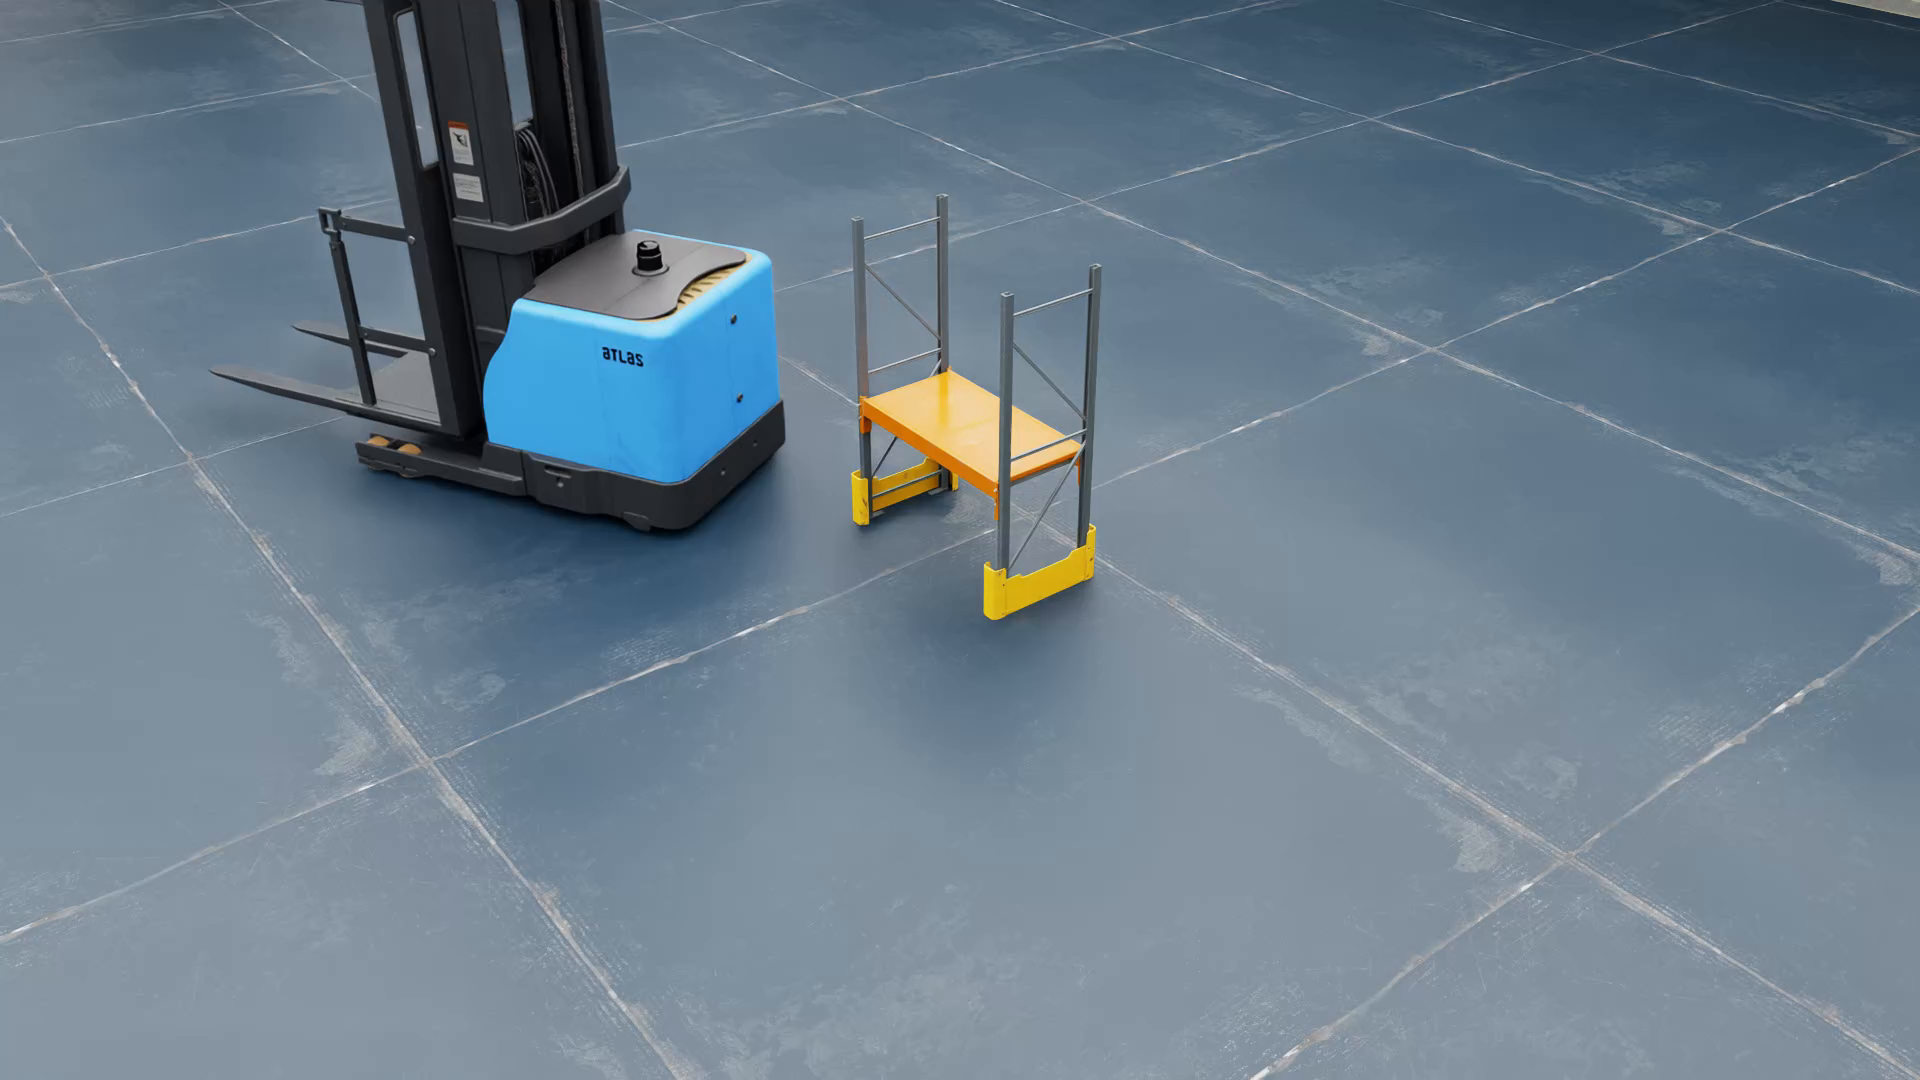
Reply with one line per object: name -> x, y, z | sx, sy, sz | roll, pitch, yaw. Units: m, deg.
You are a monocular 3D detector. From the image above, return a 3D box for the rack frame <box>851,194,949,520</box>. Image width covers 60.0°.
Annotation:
rack frame -> -0.259, -0.813, 7.638 | 0.500, 1.500, 0.032 | -22, 38, -31

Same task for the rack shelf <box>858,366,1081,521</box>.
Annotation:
rack shelf -> 0.052, -0.449, 7.392 | 0.538, 0.185, 1.000 | -22, 38, -31

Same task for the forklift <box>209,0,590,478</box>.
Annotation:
forklift -> -2.444, -1.792, 7.858 | 3.031, 2.935, 1.121 | 13, 34, 20

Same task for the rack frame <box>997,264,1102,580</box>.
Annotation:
rack frame -> 0.364, -0.390, 6.956 | 0.500, 1.500, 0.032 | -22, 38, -31

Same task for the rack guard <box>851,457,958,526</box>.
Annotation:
rack guard -> -0.259, -0.282, 7.967 | 0.587, 0.250, 0.087 | -22, 38, -31

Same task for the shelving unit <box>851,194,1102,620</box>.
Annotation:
shelving unit -> 0.047, -0.605, 7.303 | 0.587, 1.500, 1.083 | -22, 38, -31

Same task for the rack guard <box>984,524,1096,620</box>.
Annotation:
rack guard -> 0.352, 0.133, 7.299 | 0.587, 0.250, 0.087 | -22, 38, -31
